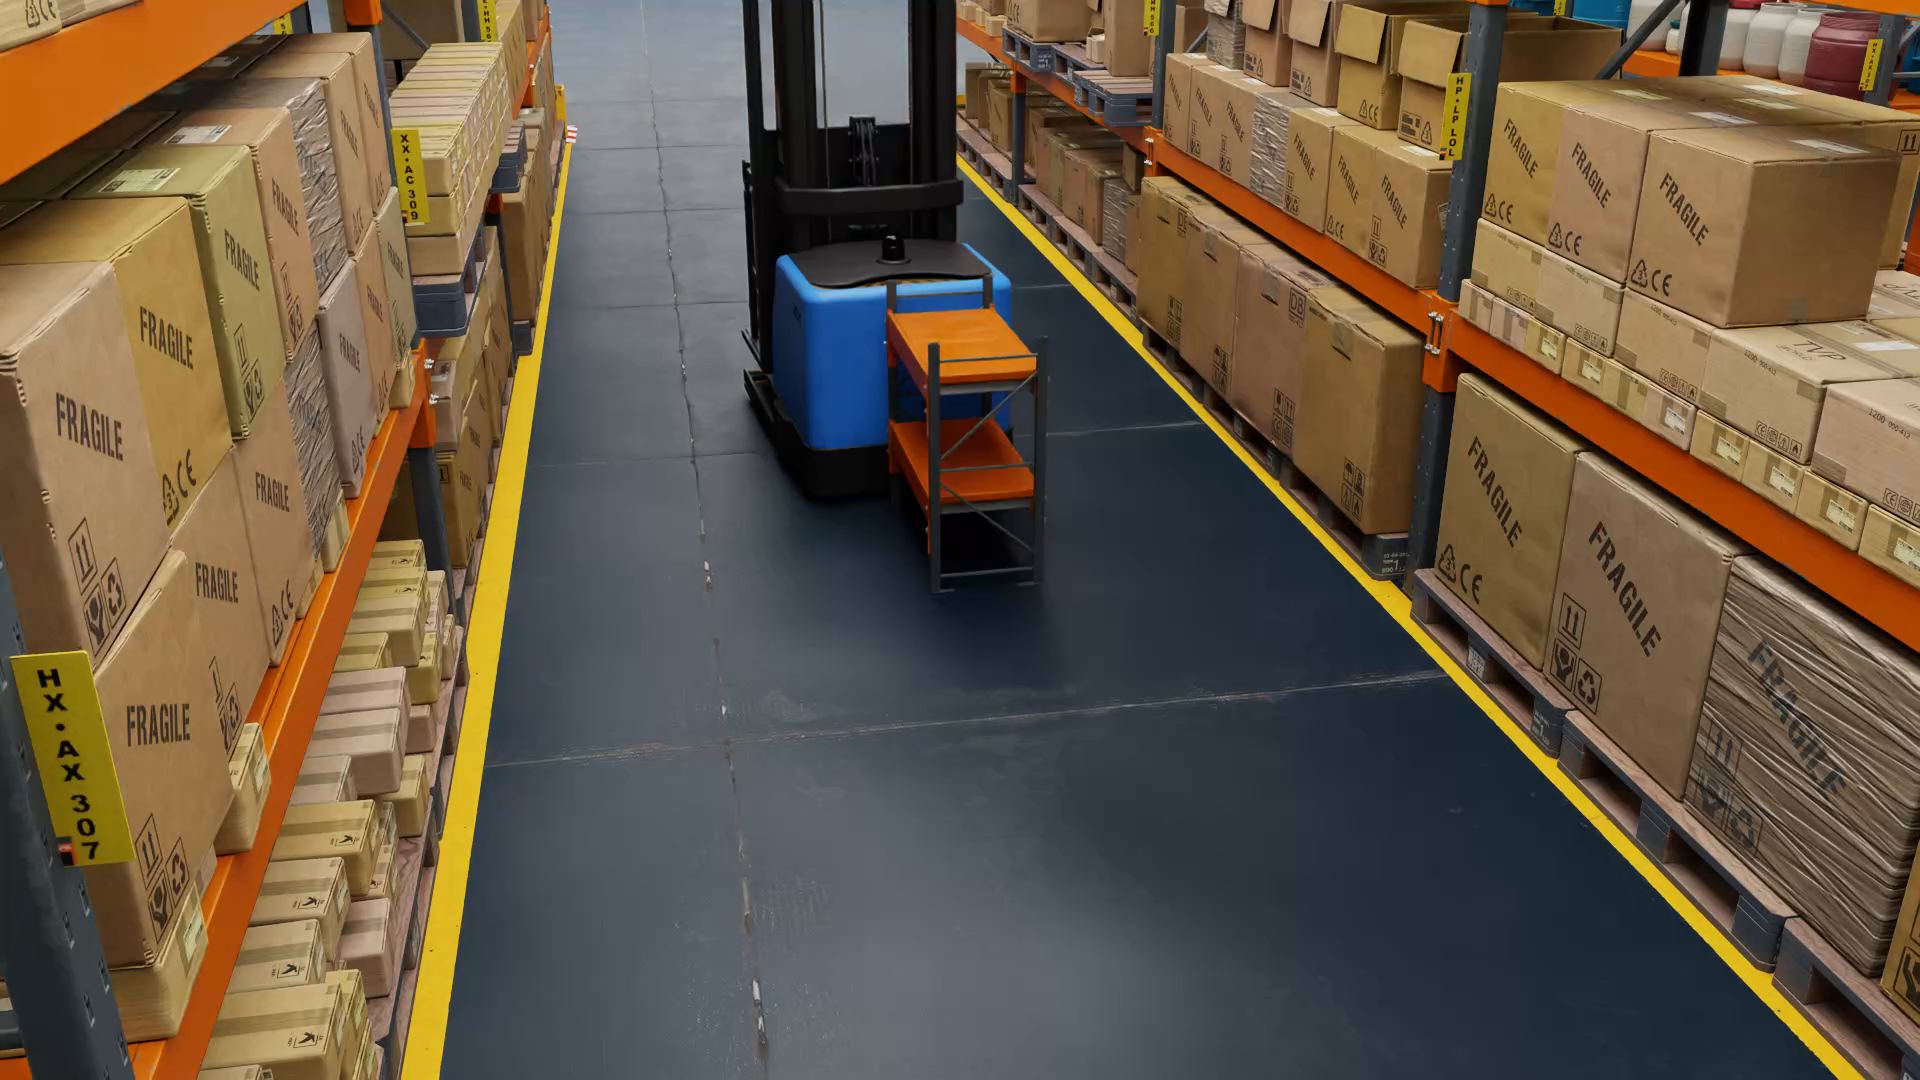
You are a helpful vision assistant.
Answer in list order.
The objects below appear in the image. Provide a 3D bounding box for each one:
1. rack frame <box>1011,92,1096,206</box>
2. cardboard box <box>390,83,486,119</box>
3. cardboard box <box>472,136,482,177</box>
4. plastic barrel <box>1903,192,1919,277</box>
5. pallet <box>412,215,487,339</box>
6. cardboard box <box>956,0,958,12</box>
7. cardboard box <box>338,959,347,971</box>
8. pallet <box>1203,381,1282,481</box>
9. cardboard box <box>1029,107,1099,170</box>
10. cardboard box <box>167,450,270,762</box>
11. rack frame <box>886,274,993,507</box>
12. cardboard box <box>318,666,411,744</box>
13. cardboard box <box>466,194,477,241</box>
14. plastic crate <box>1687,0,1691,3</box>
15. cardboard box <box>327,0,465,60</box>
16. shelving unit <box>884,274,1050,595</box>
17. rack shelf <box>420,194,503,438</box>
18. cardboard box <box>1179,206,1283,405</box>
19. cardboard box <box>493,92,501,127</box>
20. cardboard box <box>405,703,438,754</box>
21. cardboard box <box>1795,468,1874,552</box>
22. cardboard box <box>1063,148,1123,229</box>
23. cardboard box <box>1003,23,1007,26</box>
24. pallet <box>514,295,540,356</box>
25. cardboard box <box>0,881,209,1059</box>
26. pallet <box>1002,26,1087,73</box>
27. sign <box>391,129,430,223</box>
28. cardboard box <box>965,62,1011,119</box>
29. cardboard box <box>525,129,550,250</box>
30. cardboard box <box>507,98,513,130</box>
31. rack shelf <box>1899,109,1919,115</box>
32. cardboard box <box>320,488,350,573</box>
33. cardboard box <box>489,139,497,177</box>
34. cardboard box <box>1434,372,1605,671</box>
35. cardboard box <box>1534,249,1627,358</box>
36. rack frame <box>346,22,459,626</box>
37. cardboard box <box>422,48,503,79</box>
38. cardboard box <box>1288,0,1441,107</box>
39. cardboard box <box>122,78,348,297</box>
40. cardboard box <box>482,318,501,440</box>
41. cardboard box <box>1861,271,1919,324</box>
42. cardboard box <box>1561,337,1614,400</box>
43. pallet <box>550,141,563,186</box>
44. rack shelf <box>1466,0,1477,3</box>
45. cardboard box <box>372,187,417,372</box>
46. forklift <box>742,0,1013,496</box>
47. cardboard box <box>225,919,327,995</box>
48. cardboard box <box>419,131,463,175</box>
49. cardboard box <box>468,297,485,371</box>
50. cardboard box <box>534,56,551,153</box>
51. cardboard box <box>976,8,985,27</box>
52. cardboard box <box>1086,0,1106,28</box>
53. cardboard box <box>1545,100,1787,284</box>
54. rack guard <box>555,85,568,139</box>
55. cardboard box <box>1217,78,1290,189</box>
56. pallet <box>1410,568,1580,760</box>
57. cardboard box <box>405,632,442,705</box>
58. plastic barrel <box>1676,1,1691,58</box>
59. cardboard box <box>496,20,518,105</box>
[{"bbox_3d":[0.947,-4.312,13.875,1.000,3.000,0.127,-4,24,-10],"label":"rack frame"},{"bbox_3d":[-2.382,-1.991,7.607,0.380,0.149,0.250,-4,24,-8],"label":"cardboard box"},{"bbox_3d":[-2.287,-1.652,7.202,0.380,0.149,0.250,-3,24,-8],"label":"cardboard box"},{"bbox_3d":[6.661,-2.112,11.025,0.600,0.830,0.708,-4,24,-10],"label":"plastic barrel"},{"bbox_3d":[-2.466,-1.061,6.672,1.003,0.211,1.213,-4,24,-10],"label":"pallet"},{"bbox_3d":[0.151,-5.344,16.553,0.380,0.149,0.250,-4,24,-10],"label":"cardboard box"},{"bbox_3d":[-1.772,1.224,4.238,0.380,0.149,0.250,-4,24,-10],"label":"cardboard box"},{"bbox_3d":[1.980,-0.666,9.011,1.003,0.211,1.213,-4,24,-10],"label":"pallet"},{"bbox_3d":[0.912,-3.519,14.658,0.500,0.500,0.500,-5,24,-11],"label":"cardboard box"},{"bbox_3d":[-1.663,0.148,3.168,0.500,0.500,0.500,-4,24,-10],"label":"cardboard box"},{"bbox_3d":[-0.093,-0.702,7.952,0.500,1.125,0.032,-5,24,-11],"label":"rack frame"},{"bbox_3d":[-1.894,0.527,5.090,0.380,0.149,0.250,-5,24,-12],"label":"cardboard box"},{"bbox_3d":[-2.187,-1.311,6.794,0.380,0.149,0.250,-4,24,-9],"label":"cardboard box"},{"bbox_3d":[6.324,-4.260,13.777,0.392,0.384,0.575,-4,24,-10],"label":"plastic crate"},{"bbox_3d":[-3.280,-3.093,9.709,0.700,0.500,0.500,-4,24,-10],"label":"cardboard box"},{"bbox_3d":[0.012,-0.503,7.496,0.538,1.125,1.048,-5,24,-11],"label":"shelving unit"},{"bbox_3d":[-2.837,-1.295,7.866,1.077,0.370,4.000,-4,24,-10],"label":"rack shelf"},{"bbox_3d":[1.951,-1.333,9.185,1.225,0.875,0.875,-4,24,-10],"label":"cardboard box"},{"bbox_3d":[-2.520,-2.158,8.360,0.380,0.149,0.250,-4,24,-10],"label":"cardboard box"},{"bbox_3d":[-1.982,0.613,5.637,0.380,0.149,0.250,-5,24,-12],"label":"cardboard box"},{"bbox_3d":[2.537,-0.096,4.536,0.380,0.149,0.250,-4,24,-10],"label":"cardboard box"},{"bbox_3d":[1.212,-2.716,12.794,0.700,0.500,0.500,-6,24,-14],"label":"cardboard box"},{"bbox_3d":[0.581,-4.359,14.296,0.380,0.149,0.250,-4,24,-10],"label":"cardboard box"},{"bbox_3d":[-3.279,-1.449,10.804,1.003,0.211,1.213,-4,24,-10],"label":"pallet"},{"bbox_3d":[-1.465,0.699,2.716,0.380,0.149,0.250,-4,24,-10],"label":"cardboard box"},{"bbox_3d":[0.945,-3.913,13.200,1.003,0.211,1.213,-4,24,-10],"label":"pallet"},{"bbox_3d":[-1.935,-1.278,5.846,0.100,0.325,0.005,-4,24,-10],"label":"sign"},{"bbox_3d":[0.306,-4.685,17.328,0.500,0.500,0.500,0,24,0],"label":"cardboard box"},{"bbox_3d":[-3.569,-2.529,12.079,1.050,0.750,0.750,-4,24,-10],"label":"cardboard box"},{"bbox_3d":[-2.664,-2.329,9.123,0.380,0.149,0.250,-4,24,-9],"label":"cardboard box"},{"bbox_3d":[6.924,-1.989,9.455,1.077,0.370,4.000,-4,24,-10],"label":"rack shelf"},{"bbox_3d":[-1.825,-0.018,4.358,0.380,0.149,0.250,-4,24,-9],"label":"cardboard box"},{"bbox_3d":[-2.432,-1.824,7.967,0.380,0.149,0.250,-4,24,-8],"label":"cardboard box"},{"bbox_3d":[2.469,-0.118,6.403,0.875,0.875,0.875,-4,24,-10],"label":"cardboard box"},{"bbox_3d":[2.342,-0.833,5.724,0.500,0.250,0.500,-4,24,-10],"label":"cardboard box"},{"bbox_3d":[-2.467,-0.838,5.921,1.000,3.000,0.127,-4,24,-10],"label":"rack frame"},{"bbox_3d":[-2.622,-2.503,8.780,0.380,0.149,0.250,-5,24,-10],"label":"cardboard box"},{"bbox_3d":[2.054,-2.435,8.200,0.797,0.503,0.637,-4,24,-8],"label":"cardboard box"},{"bbox_3d":[-1.933,-0.908,4.335,0.500,0.500,0.500,-4,24,-8],"label":"cardboard box"},{"bbox_3d":[-2.622,-0.807,8.449,0.500,0.500,0.500,-5,24,-12],"label":"cardboard box"},{"bbox_3d":[2.958,-0.674,5.362,0.500,0.250,0.500,-4,24,-9],"label":"cardboard box"},{"bbox_3d":[2.302,-0.599,5.687,0.380,0.149,0.250,-5,24,-11],"label":"cardboard box"},{"bbox_3d":[-4.239,-3.492,15.483,1.003,0.211,1.213,-4,24,-10],"label":"pallet"},{"bbox_3d":[2.056,-2.997,8.015,1.077,0.370,4.000,-4,24,-10],"label":"rack shelf"},{"bbox_3d":[-2.100,-0.851,5.453,0.500,0.500,0.500,-4,24,-10],"label":"cardboard box"},{"bbox_3d":[-0.622,-2.120,8.942,1.130,2.935,3.031,-6,24,-14],"label":"forklift"},{"bbox_3d":[-1.708,1.046,3.901,0.380,0.149,0.250,-5,24,-12],"label":"cardboard box"},{"bbox_3d":[-2.146,-1.486,6.451,0.380,0.149,0.250,-4,24,-8],"label":"cardboard box"},{"bbox_3d":[-2.535,-0.949,7.836,0.500,0.250,0.500,-3,24,-8],"label":"cardboard box"},{"bbox_3d":[-4.165,-3.810,14.856,0.875,0.875,0.875,-4,24,-9],"label":"cardboard box"},{"bbox_3d":[0.355,-4.851,15.423,0.380,0.149,0.250,-4,24,-10],"label":"cardboard box"},{"bbox_3d":[1.358,-3.877,12.225,0.797,0.503,0.637,-2,24,-4],"label":"cardboard box"},{"bbox_3d":[2.347,-1.175,5.571,0.500,0.500,0.500,-4,24,-10],"label":"cardboard box"},{"bbox_3d":[-4.691,-4.422,17.250,1.175,0.500,0.348,-4,24,-10],"label":"rack guard"},{"bbox_3d":[1.704,-2.169,8.844,0.500,0.500,0.500,-5,24,-11],"label":"cardboard box"},{"bbox_3d":[2.490,0.418,6.530,1.003,0.211,1.213,-4,24,-10],"label":"pallet"},{"bbox_3d":[-1.967,0.450,5.638,0.380,0.149,0.250,-5,24,-12],"label":"cardboard box"},{"bbox_3d":[5.911,-4.060,13.128,0.433,0.535,0.433,0,24,0],"label":"plastic barrel"},{"bbox_3d":[-3.304,-3.248,11.314,0.500,0.500,0.500,-5,24,-10],"label":"cardboard box"}]
